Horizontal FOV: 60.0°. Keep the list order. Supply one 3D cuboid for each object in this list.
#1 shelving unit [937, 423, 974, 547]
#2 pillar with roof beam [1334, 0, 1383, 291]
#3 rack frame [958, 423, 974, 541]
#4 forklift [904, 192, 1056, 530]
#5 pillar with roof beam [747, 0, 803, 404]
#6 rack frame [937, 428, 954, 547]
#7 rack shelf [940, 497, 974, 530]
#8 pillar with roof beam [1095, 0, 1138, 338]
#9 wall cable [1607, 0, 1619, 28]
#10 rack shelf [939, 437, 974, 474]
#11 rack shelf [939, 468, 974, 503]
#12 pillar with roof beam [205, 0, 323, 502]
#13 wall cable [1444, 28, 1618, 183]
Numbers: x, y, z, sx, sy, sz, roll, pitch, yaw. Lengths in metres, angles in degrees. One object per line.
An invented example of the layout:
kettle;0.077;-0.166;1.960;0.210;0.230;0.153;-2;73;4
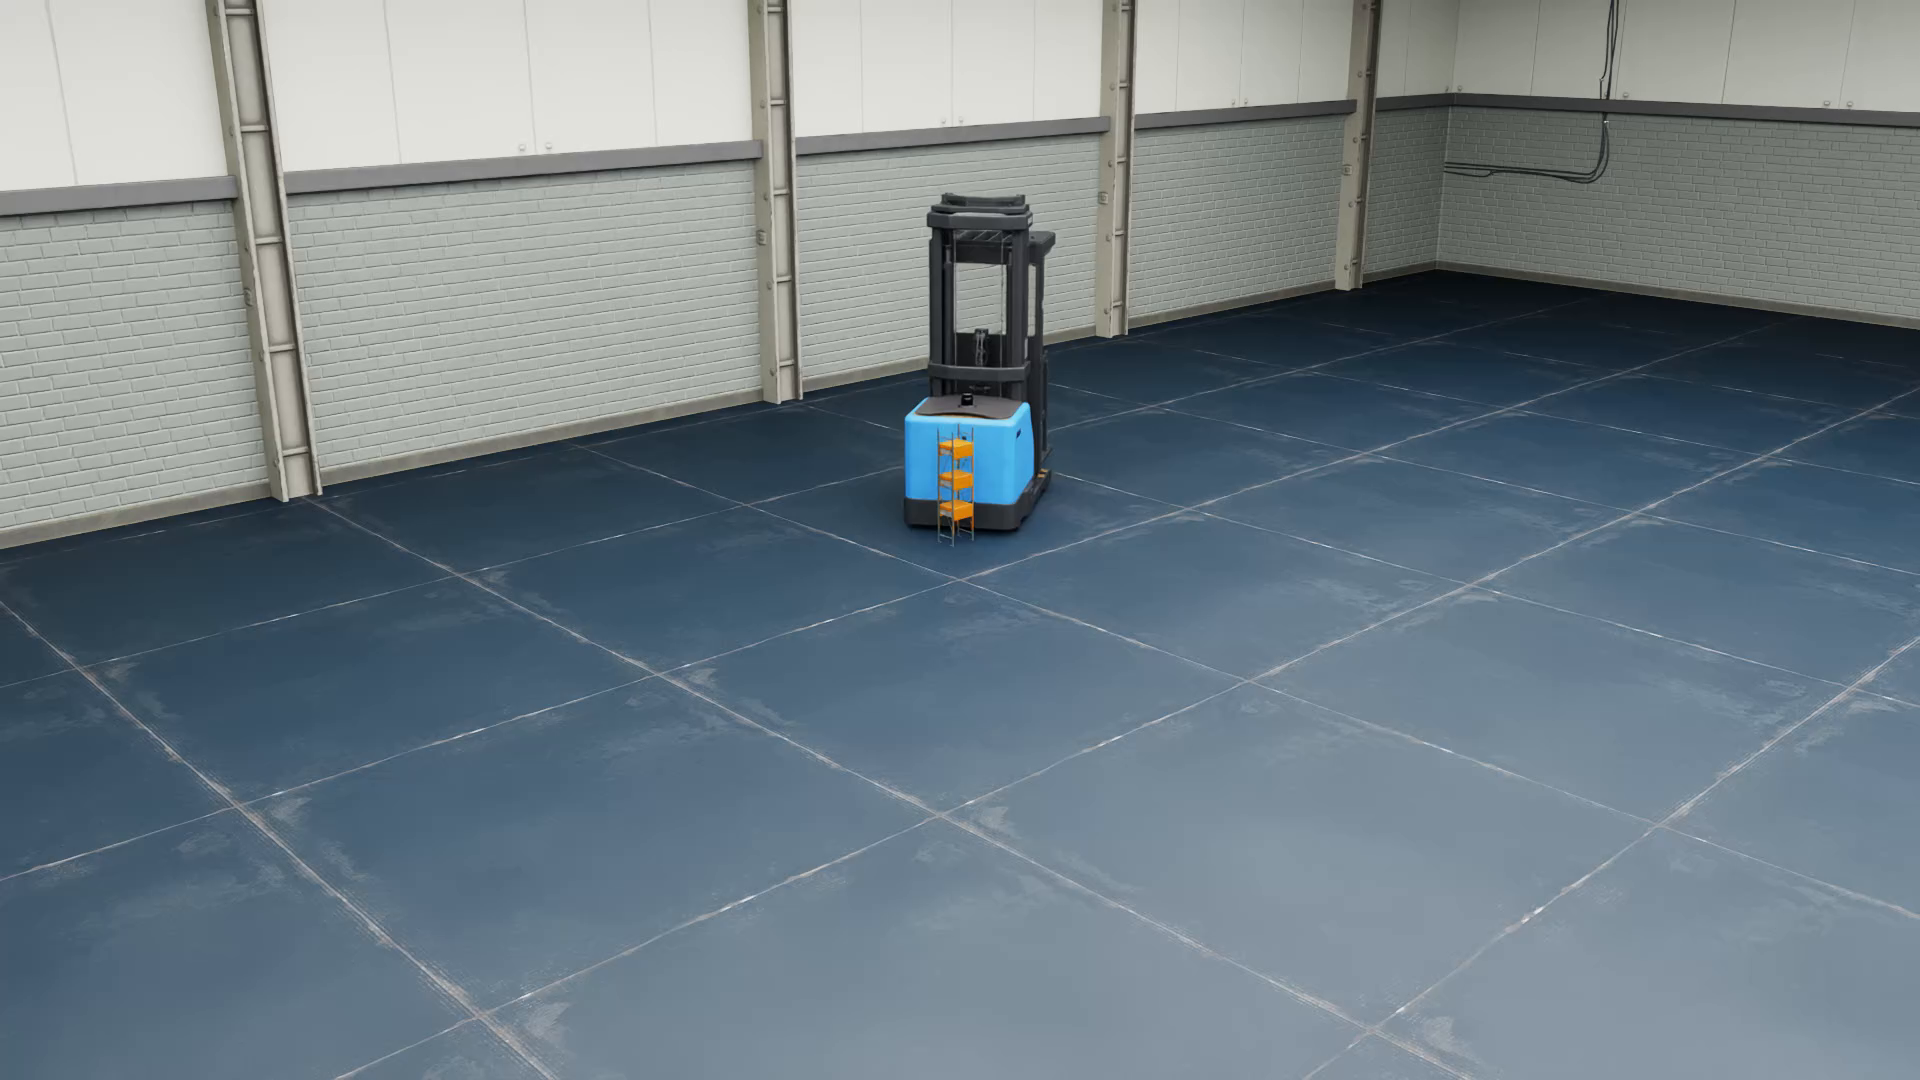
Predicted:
shelving unit;-0.039;-0.488;14.788;0.252;1.050;0.215;-16;24;-41
pillar with roof beam;9.514;-7.574;23.754;0.400;9.000;9.100;-16;24;-41
rack frame;0.050;-0.514;14.868;0.008;1.050;0.200;-16;24;-41
forklift;0.302;-1.899;16.089;1.130;2.935;3.031;4;18;12
pillar with roof beam;0.795;-5.031;15.912;0.400;9.000;9.100;-16;24;-41
rack frame;-0.128;-0.462;14.708;0.008;1.050;0.200;-16;24;-41
rack shelf;-0.039;-0.214;14.877;0.240;0.259;0.215;-16;24;-41
pillar with roof beam;5.155;-6.303;19.833;0.400;9.000;9.100;-16;24;-41
wall cable;11.464;-9.186;25.571;0.112;2.526;3.097;-16;24;-41
rack shelf;-0.039;-0.748;14.704;0.240;0.259;0.215;-16;24;-41
rack shelf;-0.039;-0.478;14.791;0.240;0.259;0.215;-16;24;-41
pillar with roof beam;-3.565;-3.760;11.990;0.400;9.000;9.100;-16;24;-41
wall cable;9.606;-7.390;28.220;0.112;2.526;3.097;-16;24;-41
